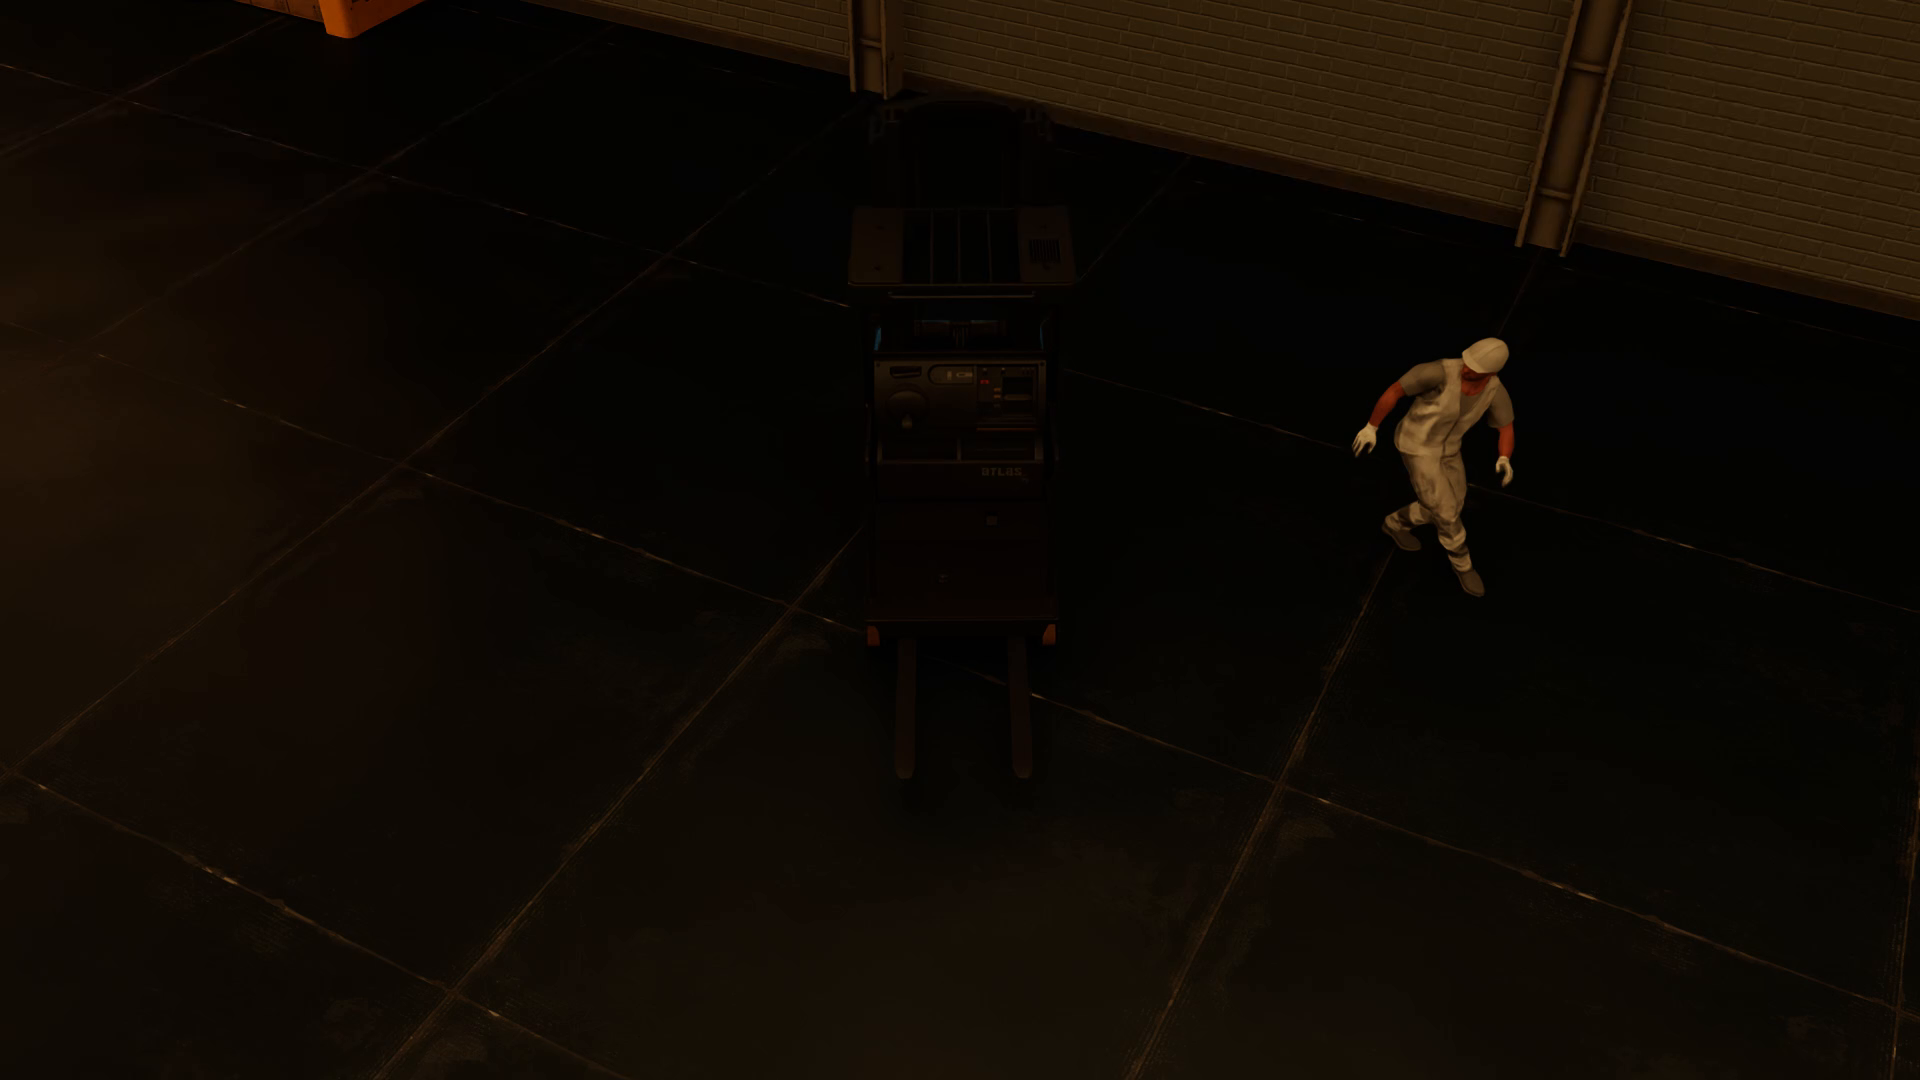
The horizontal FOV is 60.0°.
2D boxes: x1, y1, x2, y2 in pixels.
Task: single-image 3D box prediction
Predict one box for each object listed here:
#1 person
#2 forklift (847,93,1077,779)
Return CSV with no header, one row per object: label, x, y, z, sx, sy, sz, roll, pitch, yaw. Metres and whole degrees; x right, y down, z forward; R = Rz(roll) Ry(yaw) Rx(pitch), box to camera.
person,2.762,-0.434,9.519,0.803,1.636,0.816,-17,43,-19
forklift,0.006,-0.712,8.832,1.130,2.935,3.031,0,40,0
